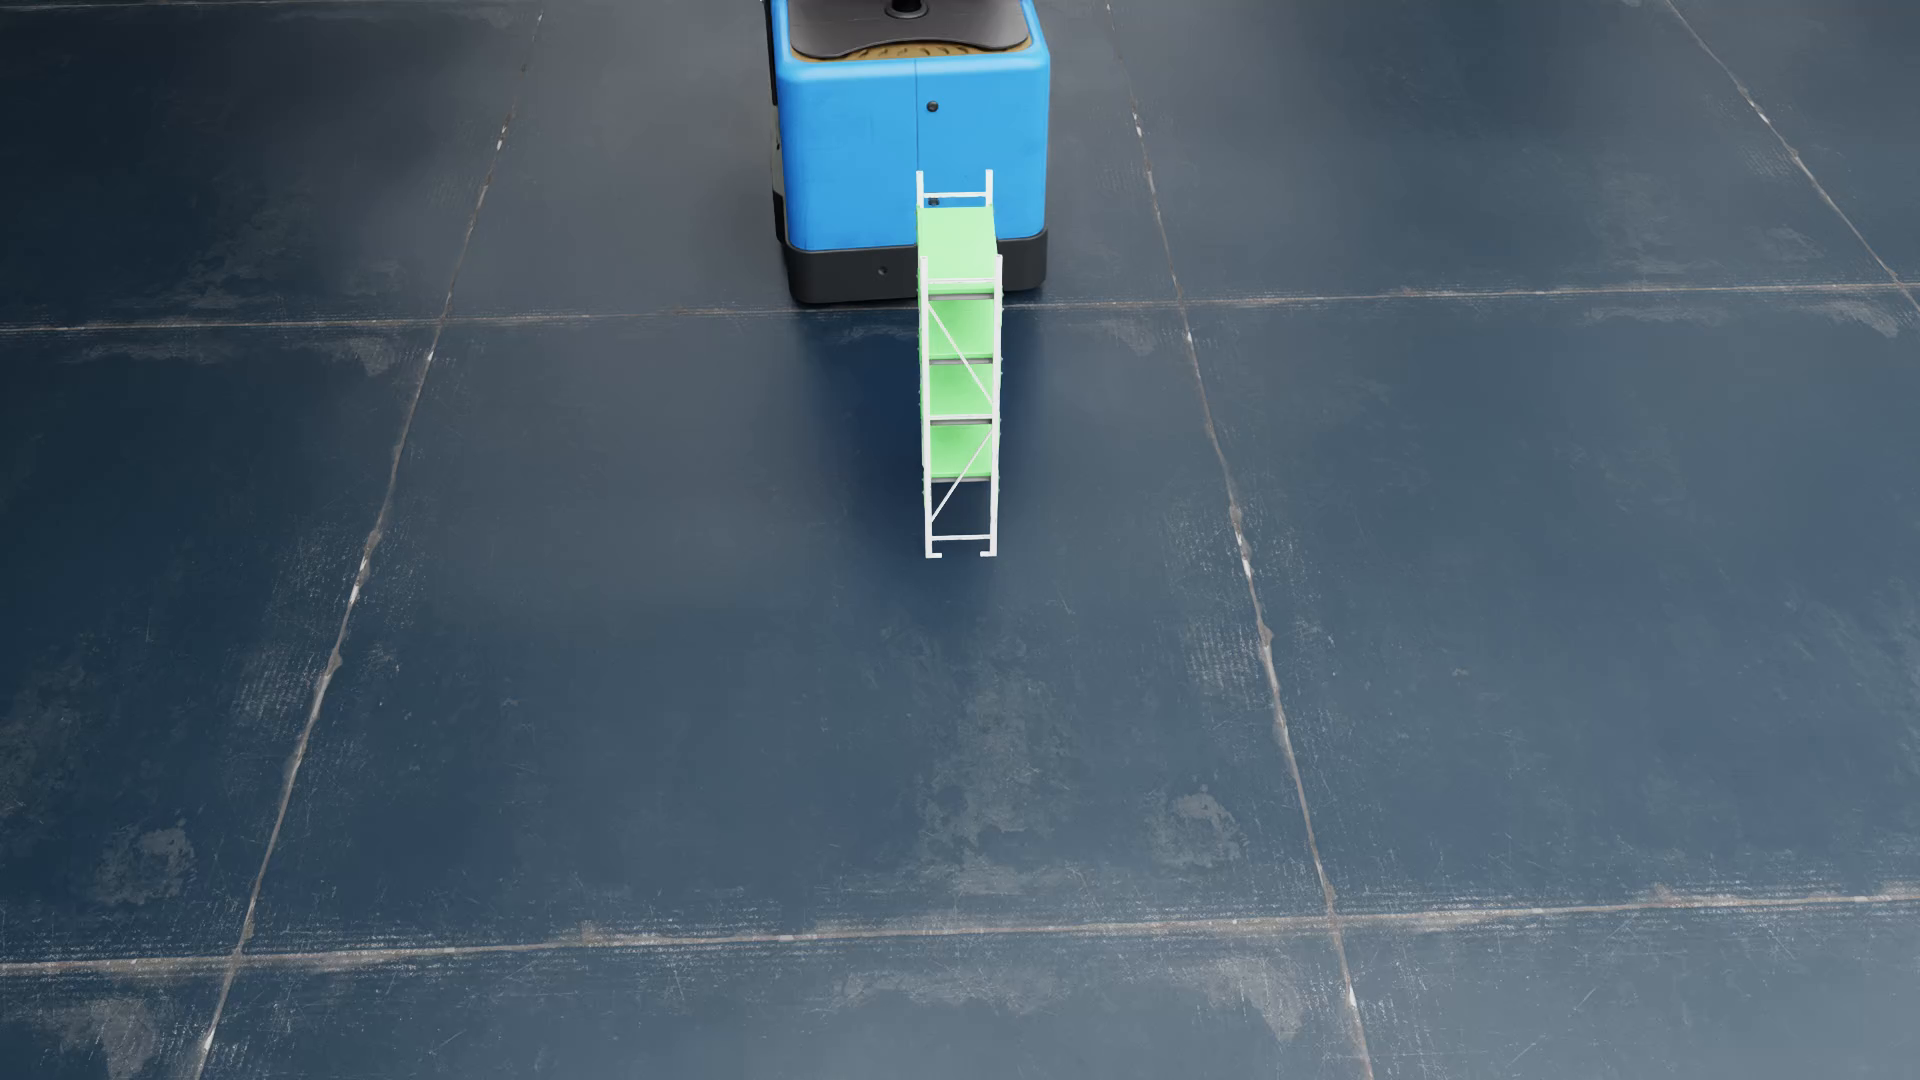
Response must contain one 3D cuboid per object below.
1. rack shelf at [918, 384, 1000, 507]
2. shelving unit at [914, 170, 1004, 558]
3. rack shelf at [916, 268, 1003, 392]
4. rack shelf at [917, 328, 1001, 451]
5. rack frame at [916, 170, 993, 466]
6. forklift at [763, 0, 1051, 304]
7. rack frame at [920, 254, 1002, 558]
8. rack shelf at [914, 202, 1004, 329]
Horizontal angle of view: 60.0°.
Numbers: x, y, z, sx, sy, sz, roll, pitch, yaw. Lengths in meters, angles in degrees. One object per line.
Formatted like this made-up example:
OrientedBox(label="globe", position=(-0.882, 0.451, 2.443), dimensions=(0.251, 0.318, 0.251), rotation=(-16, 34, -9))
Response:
OrientedBox(label="rack shelf", position=(-0.007, -0.330, 5.672), dimensions=(0.258, 0.148, 0.480), rotation=(-2, 43, -2))
OrientedBox(label="shelving unit", position=(-0.007, -0.554, 5.466), dimensions=(0.258, 1.200, 0.503), rotation=(-2, 43, -2))
OrientedBox(label="rack shelf", position=(-0.007, -0.684, 5.347), dimensions=(0.258, 0.148, 0.480), rotation=(-2, 43, -2))
OrientedBox(label="rack shelf", position=(-0.007, -0.507, 5.510), dimensions=(0.258, 0.148, 0.480), rotation=(-2, 43, -2))
OrientedBox(label="rack frame", position=(-0.017, -0.719, 5.646), dimensions=(0.240, 1.200, 0.015), rotation=(-2, 43, -2))
OrientedBox(label="forklift", position=(-0.330, -3.025, 6.881), dimensions=(1.130, 2.935, 3.031), rotation=(-4, 43, -5))
OrientedBox(label="rack frame", position=(0.003, -0.389, 5.287), dimensions=(0.240, 1.200, 0.015), rotation=(-2, 43, -2))
OrientedBox(label="rack shelf", position=(-0.007, -0.861, 5.185), dimensions=(0.258, 0.148, 0.480), rotation=(-2, 43, -2))
